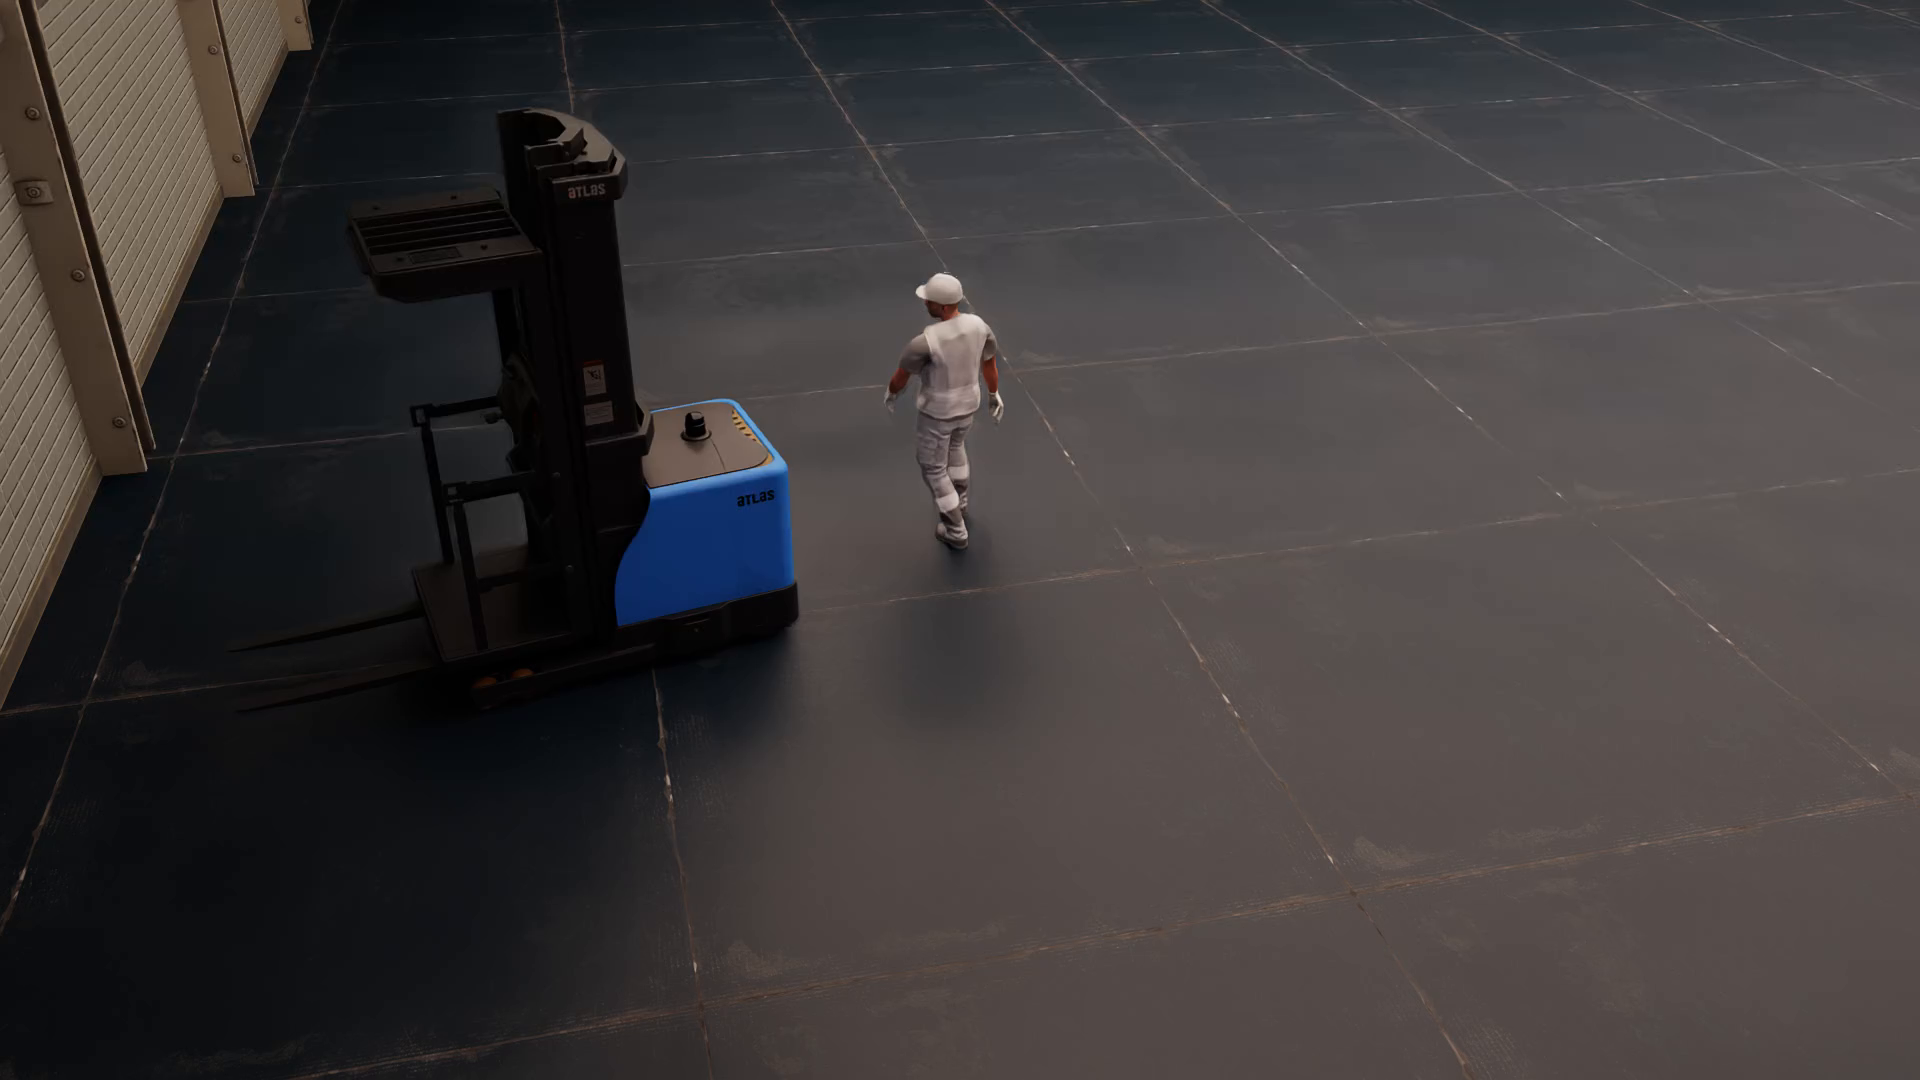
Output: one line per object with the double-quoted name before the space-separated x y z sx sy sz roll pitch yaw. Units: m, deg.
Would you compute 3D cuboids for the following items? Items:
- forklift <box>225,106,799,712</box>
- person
"forklift" -2.491 -0.665 8.723 3.031 2.935 1.130 -13 33 -21
"person" -0.082 -0.844 10.234 0.668 1.745 0.645 -22 36 -32
